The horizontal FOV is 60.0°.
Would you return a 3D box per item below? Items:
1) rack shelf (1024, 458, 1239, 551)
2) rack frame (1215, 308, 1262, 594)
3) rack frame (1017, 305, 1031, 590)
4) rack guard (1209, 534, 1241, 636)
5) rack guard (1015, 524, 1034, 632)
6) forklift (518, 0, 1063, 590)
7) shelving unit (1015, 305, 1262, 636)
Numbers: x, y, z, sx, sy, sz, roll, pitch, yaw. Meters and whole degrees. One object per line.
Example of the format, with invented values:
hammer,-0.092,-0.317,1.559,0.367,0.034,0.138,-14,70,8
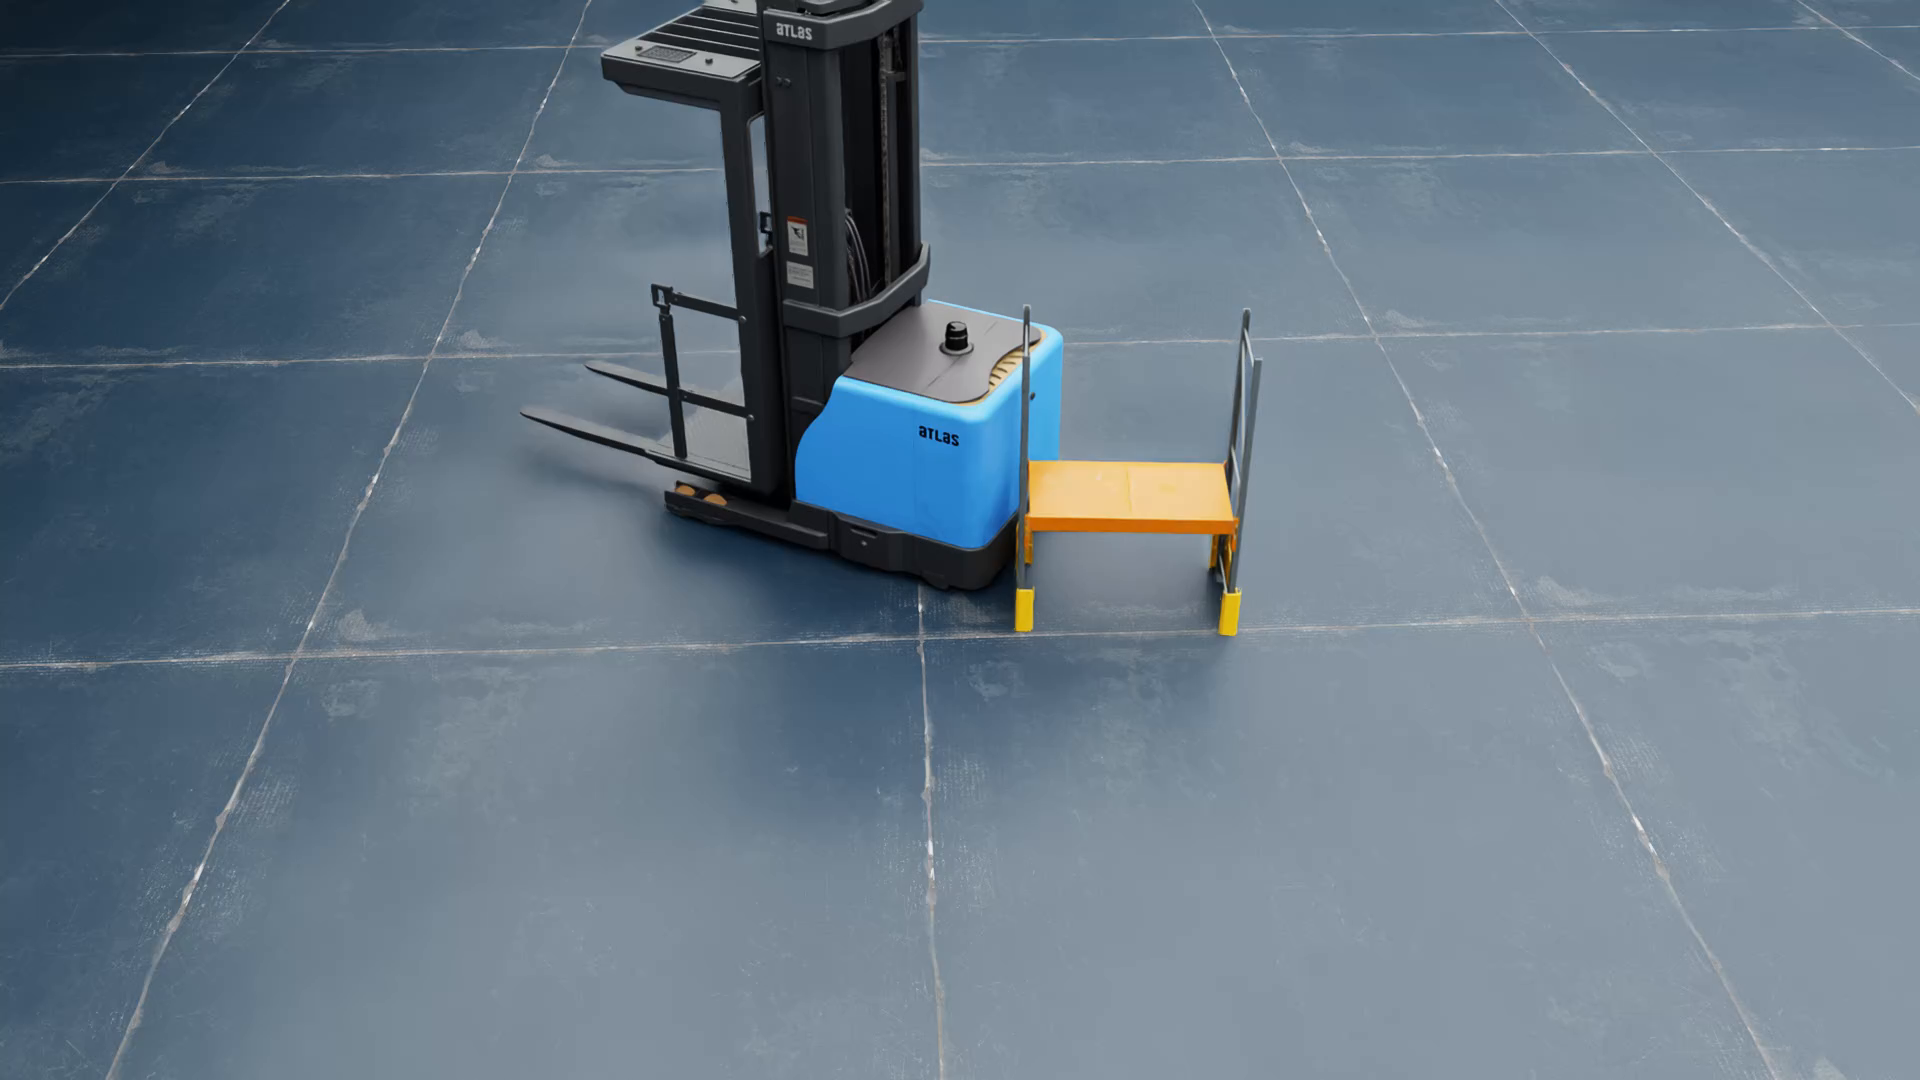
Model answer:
rack shelf,0.811,-0.177,8.040,1.000,0.185,0.538,1,35,2
rack frame,1.319,-0.316,7.924,0.032,1.500,0.500,1,35,2
rack frame,0.303,-0.334,7.951,0.032,1.500,0.500,1,35,2
rack guard,1.318,0.198,8.280,0.087,0.250,0.587,1,35,2
rack guard,0.322,0.180,8.306,0.087,0.250,0.587,1,35,2
forklift,-1.013,-1.533,8.425,3.031,2.935,1.130,16,38,22
shelving unit,0.820,-0.325,7.937,1.083,1.500,0.587,1,35,2
